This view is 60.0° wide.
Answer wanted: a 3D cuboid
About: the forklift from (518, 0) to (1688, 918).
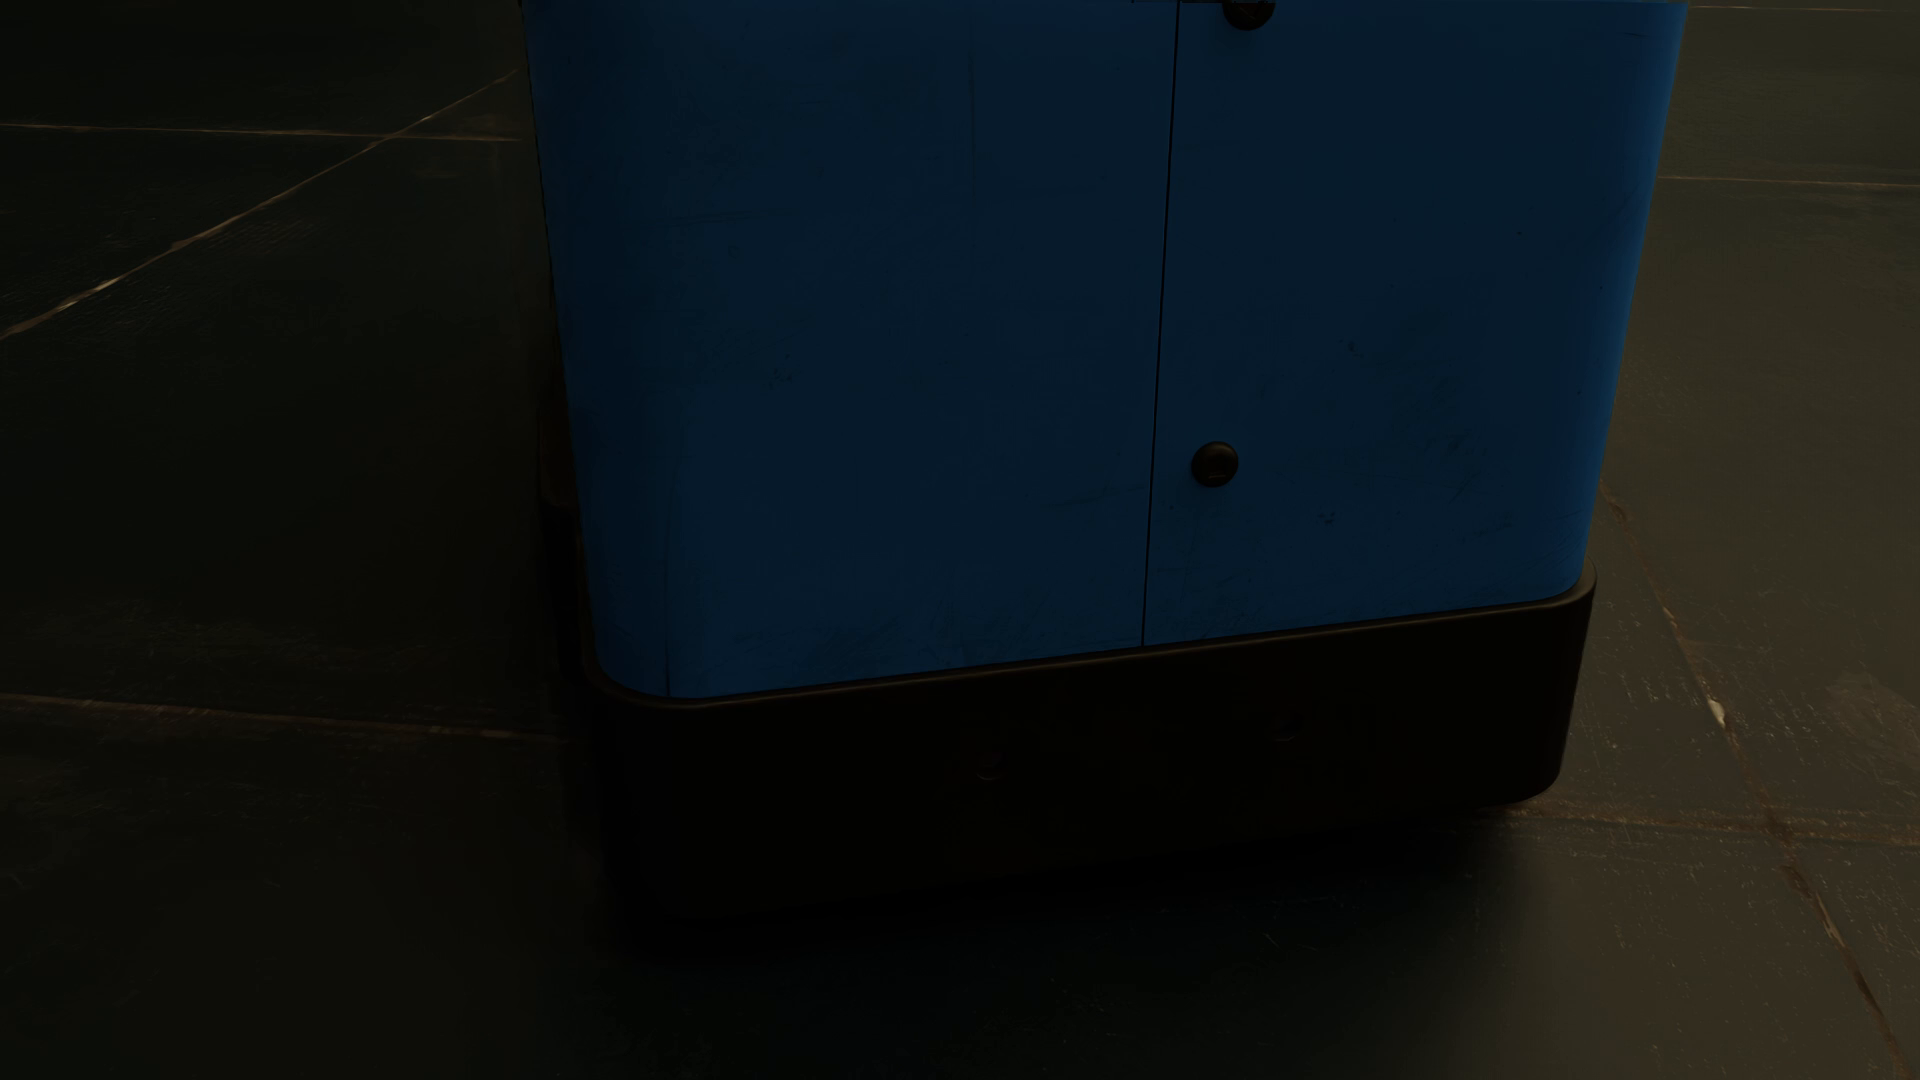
[{"bbox_3d":[-0.159,-1.583,2.390,1.130,2.935,3.031,-6,27,-11],"label":"forklift"}]
